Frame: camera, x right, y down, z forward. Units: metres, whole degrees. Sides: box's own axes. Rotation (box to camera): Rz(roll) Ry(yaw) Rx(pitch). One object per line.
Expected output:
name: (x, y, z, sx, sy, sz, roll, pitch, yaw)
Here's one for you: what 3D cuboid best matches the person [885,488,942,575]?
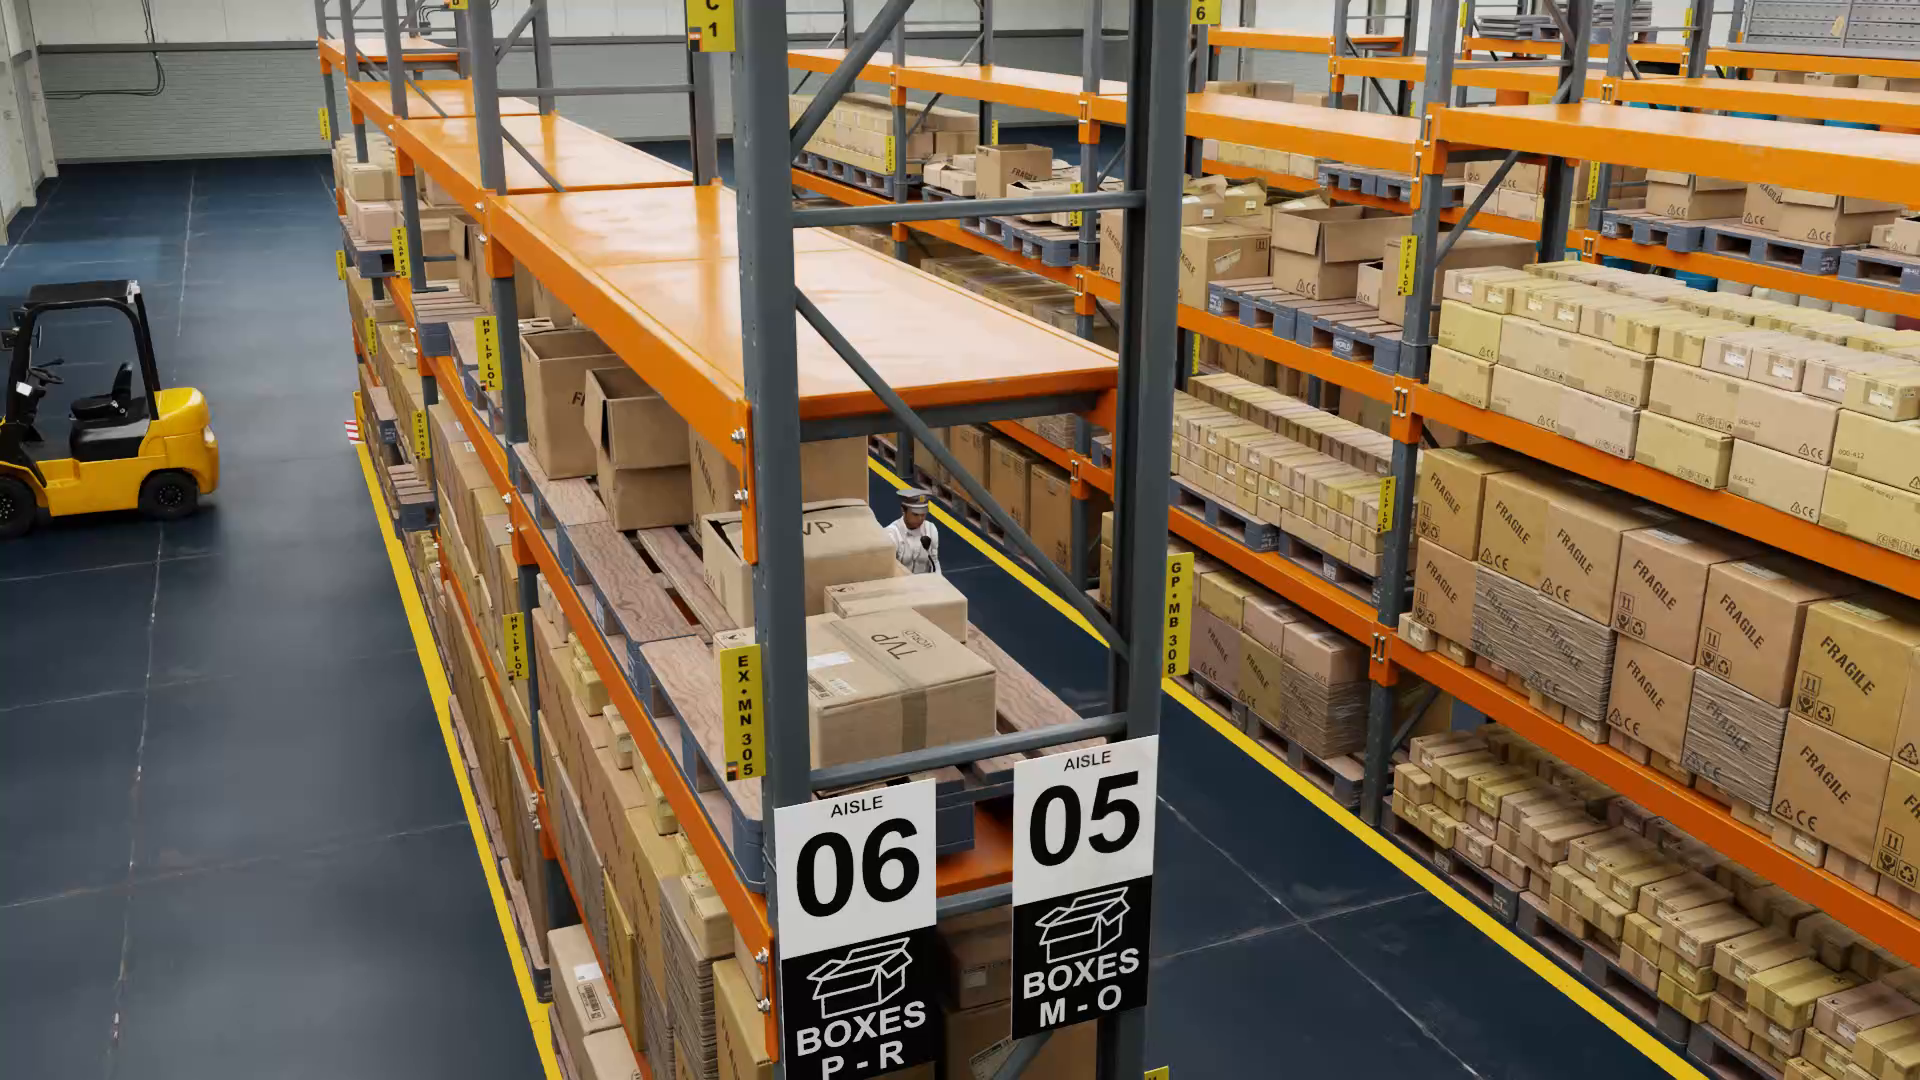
person: (-0.355, 0.428, 11.581, 0.531, 1.662, 0.375, -9, 21, -24)
